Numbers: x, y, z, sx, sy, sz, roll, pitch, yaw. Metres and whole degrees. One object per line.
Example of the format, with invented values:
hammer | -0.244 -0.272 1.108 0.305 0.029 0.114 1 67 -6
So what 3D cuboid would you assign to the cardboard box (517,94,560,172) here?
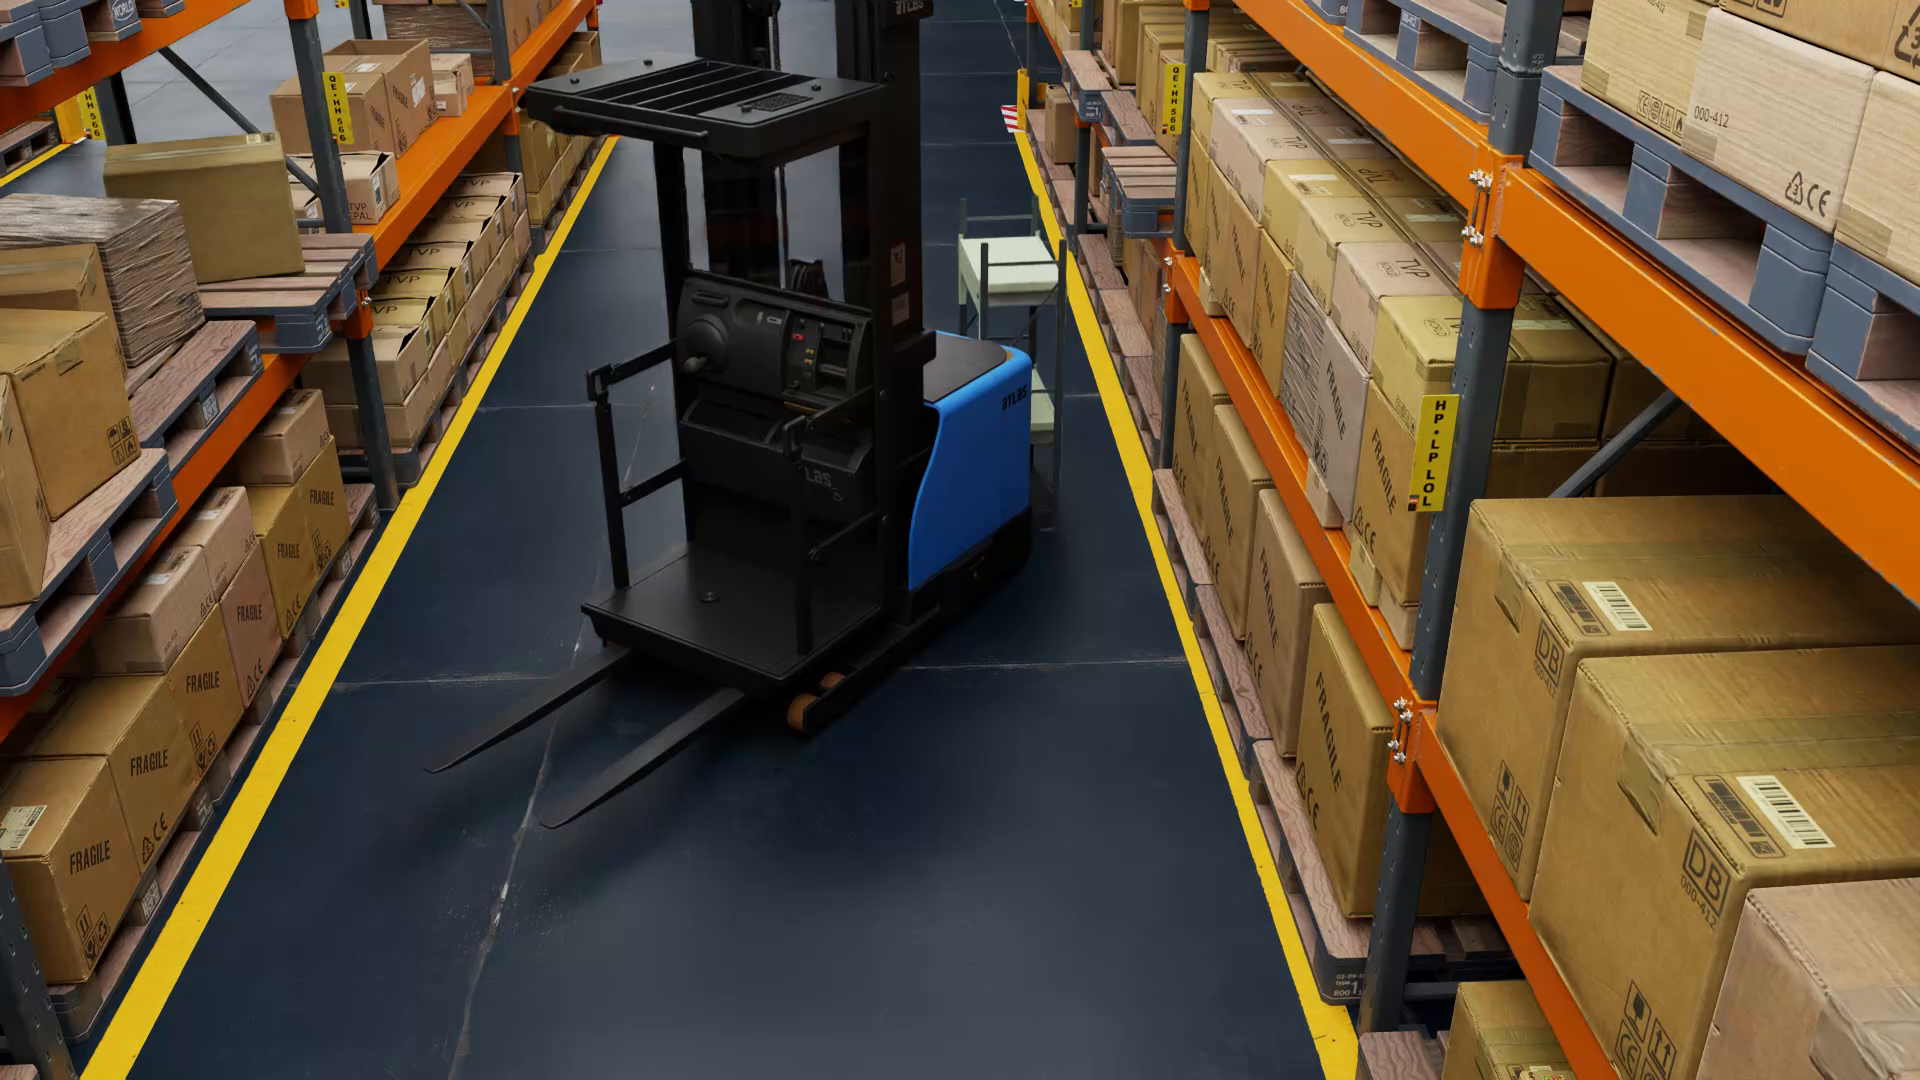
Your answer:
cardboard box | -3.353 -3.085 12.629 0.500 0.500 0.500 -1 28 -3

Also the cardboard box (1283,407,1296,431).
cardboard box | 1.431 -0.517 6.247 0.380 0.149 0.250 -1 28 -1

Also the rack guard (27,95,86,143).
rack guard | -8.713 -3.920 15.225 1.175 0.500 0.348 -1 28 -3

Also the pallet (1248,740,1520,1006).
pallet | 1.641 1.122 5.870 1.003 0.211 1.213 -1 28 -3

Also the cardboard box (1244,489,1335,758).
cardboard box | 1.543 0.300 6.301 0.750 0.750 0.750 -1 28 -1

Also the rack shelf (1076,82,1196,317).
rack shelf | 1.443 -2.211 10.024 1.077 0.370 4.000 -1 28 -3

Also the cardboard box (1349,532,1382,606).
cardboard box | 1.419 0.078 5.107 0.380 0.149 0.250 -1 28 -2

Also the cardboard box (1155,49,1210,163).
cardboard box | 1.457 -2.320 8.871 0.700 0.500 0.500 -4 28 -7

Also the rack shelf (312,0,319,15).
rack shelf | -3.504 -3.420 9.098 1.077 0.370 4.000 -1 28 -3

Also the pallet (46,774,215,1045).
pallet | -3.270 1.224 5.676 1.003 0.211 1.213 -1 28 -3

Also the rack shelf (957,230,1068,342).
rack shelf | 0.245 -1.219 8.121 0.431 0.370 0.720 -4 28 -7

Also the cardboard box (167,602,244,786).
cardboard box | -3.030 0.569 6.143 0.500 0.500 0.500 -1 28 -2

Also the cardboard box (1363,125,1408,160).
cardboard box | 1.877 -1.445 6.514 0.500 0.250 0.500 -2 28 -4

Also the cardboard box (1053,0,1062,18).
cardboard box | 0.974 -4.170 12.331 0.500 0.500 0.500 -2 28 -3

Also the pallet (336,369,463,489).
pallet | -3.403 -0.630 9.230 1.003 0.211 1.213 -1 28 -3

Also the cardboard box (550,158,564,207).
cardboard box | -3.350 -2.752 12.802 0.500 0.250 0.500 -1 28 -3

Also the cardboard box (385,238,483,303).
cardboard box | -3.221 -1.665 10.112 0.500 0.311 0.500 -2 28 -3

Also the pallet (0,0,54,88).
pallet | -3.154 -1.188 4.243 1.213 0.211 1.003 -1 28 -3

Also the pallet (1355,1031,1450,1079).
pallet | 1.718 1.830 4.513 1.003 0.211 1.213 -1 28 -3

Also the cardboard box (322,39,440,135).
cardboard box | -3.557 -2.779 10.226 0.500 0.500 0.500 1 28 1

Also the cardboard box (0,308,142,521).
cardboard box | -3.091 -0.409 5.228 0.700 0.500 0.500 3 28 5

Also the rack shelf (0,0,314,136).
rack shelf | -3.295 -1.573 5.556 1.077 0.370 4.000 -1 28 -3

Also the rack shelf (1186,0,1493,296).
rack shelf | 1.652 -1.694 5.789 1.077 0.370 4.000 -1 28 -3

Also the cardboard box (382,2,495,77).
cardboard box | -3.637 -3.582 11.765 0.700 0.500 0.500 -2 28 -4

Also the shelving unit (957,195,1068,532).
shelving unit | 0.245 -0.872 8.301 0.431 1.500 0.755 -4 28 -7

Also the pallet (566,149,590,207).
pallet | -3.674 -3.029 13.830 1.003 0.211 1.213 -1 28 -3

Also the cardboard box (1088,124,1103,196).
cardboard box | 1.245 -3.019 13.022 0.500 0.500 0.500 -3 28 -7

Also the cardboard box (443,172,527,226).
cardboard box | -3.300 -2.368 11.460 0.500 0.311 0.500 -1 28 -3

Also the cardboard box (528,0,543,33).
cardboard box | -3.722 -4.293 13.130 0.700 0.500 0.500 -1 28 -1

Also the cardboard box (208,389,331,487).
cardboard box | -3.109 -0.452 7.290 0.500 0.250 0.500 0 28 -1

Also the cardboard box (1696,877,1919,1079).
cardboard box | 1.849 1.032 2.704 0.980 0.700 0.700 -3 28 -5

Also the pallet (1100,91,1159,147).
pallet | 1.403 -2.435 9.882 1.003 0.211 1.213 -1 28 -3

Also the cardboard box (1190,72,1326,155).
cardboard box | 1.315 -1.895 7.377 0.500 0.250 0.500 -1 28 -1

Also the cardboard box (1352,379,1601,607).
cardboard box | 1.481 -0.152 4.846 0.500 0.500 0.500 -2 28 -3

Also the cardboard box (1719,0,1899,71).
cardboard box | 1.547 -1.013 2.493 0.500 0.500 0.500 -2 28 -4

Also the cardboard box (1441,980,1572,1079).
cardboard box | 1.693 1.511 4.359 0.700 0.500 0.500 -1 28 -2

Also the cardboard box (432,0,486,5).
cardboard box | -3.429 -3.793 11.470 0.380 0.149 0.250 -1 28 -3

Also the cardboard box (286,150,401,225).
cardboard box | -3.252 -1.863 8.676 0.500 0.311 0.500 -2 28 -3

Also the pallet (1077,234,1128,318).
pallet | 1.381 -1.858 11.584 1.003 0.211 1.213 -1 28 -3

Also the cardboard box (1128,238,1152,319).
cardboard box | 1.457 -1.727 10.545 0.700 0.500 0.500 -1 28 -2

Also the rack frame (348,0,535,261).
rack frame | -3.608 -3.333 11.396 1.000 3.000 0.127 -1 28 -3

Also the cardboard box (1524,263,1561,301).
cardboard box | 1.959 -0.737 5.157 0.500 0.250 0.500 -1 28 -2

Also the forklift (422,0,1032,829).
forklift | -0.884 -0.732 6.553 1.129 2.867 3.031 17 32 29

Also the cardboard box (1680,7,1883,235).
cardboard box | 1.542 -0.692 2.690 0.500 0.250 0.500 -2 28 -4

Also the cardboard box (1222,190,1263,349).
cardboard box | 1.360 -1.090 6.645 0.500 0.500 0.500 -2 28 -3

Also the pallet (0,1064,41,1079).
pallet | -3.155 1.916 4.349 1.003 0.211 1.213 -1 28 -3

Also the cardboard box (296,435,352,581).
cardboard box | -3.116 -0.146 7.513 0.500 0.500 0.500 0 28 -1

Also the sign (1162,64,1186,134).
sign | 1.006 -2.067 7.804 0.100 0.325 0.005 -1 28 -3

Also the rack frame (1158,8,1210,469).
rack frame | 1.548 -1.607 8.087 1.000 3.000 0.127 -1 28 -3

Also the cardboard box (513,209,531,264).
cardboard box | -3.297 -2.115 11.581 0.500 0.250 0.500 -2 28 -3

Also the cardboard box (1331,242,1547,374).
cardboard box | 1.460 -0.723 5.130 0.500 0.250 0.500 -1 28 -2

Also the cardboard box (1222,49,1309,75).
cardboard box | 1.500 -2.292 8.116 0.380 0.149 0.250 -5 28 -9

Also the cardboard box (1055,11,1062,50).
cardboard box | 0.994 -3.838 12.505 0.500 0.250 0.500 -1 28 -2

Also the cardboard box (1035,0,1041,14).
cardboard box | 0.900 -4.536 13.843 0.500 0.250 0.500 -2 28 -3
